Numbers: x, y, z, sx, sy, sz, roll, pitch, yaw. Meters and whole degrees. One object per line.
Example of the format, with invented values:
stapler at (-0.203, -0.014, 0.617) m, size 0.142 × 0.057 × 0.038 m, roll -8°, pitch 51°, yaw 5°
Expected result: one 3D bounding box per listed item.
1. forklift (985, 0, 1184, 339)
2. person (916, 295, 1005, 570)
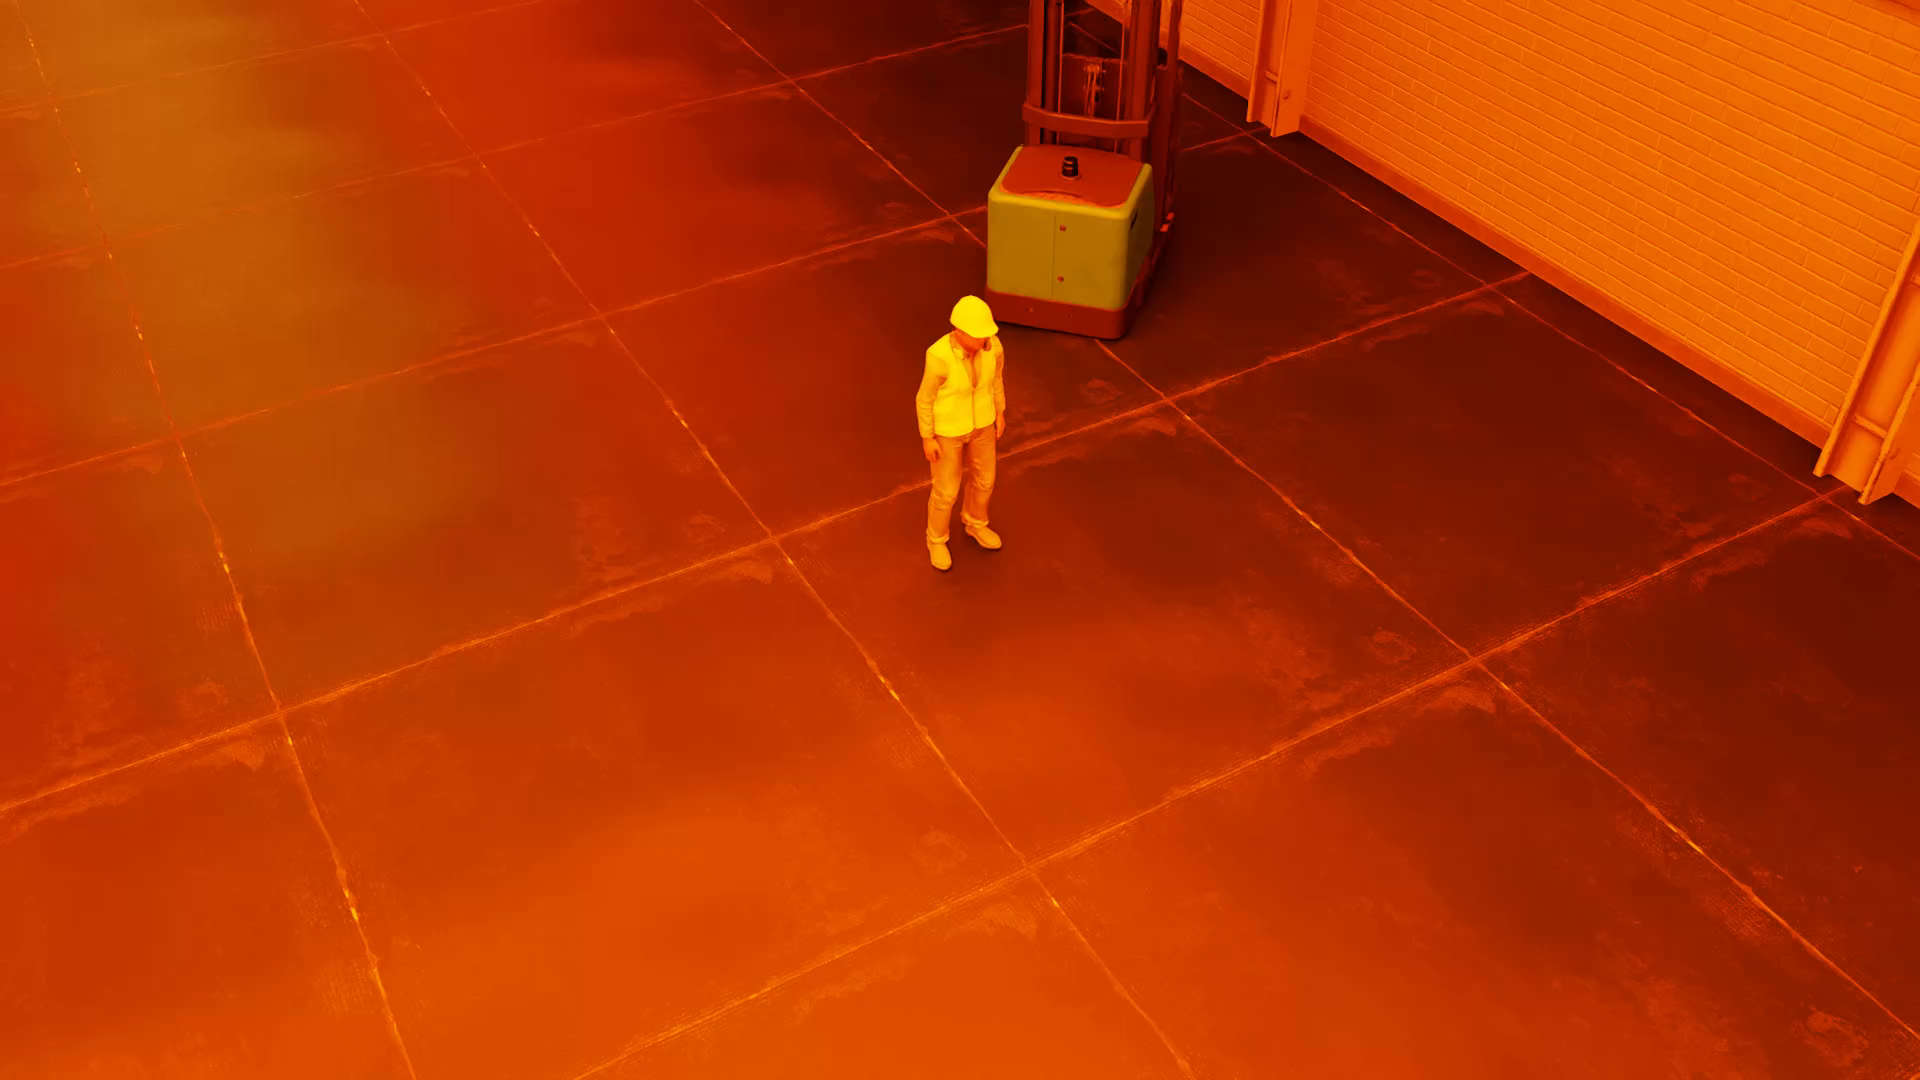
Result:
forklift at (1.101, -3.523, 12.283) m, size 1.130 × 2.935 × 3.031 m, roll 11°, pitch 41°, yaw 13°
person at (0.020, -0.671, 9.755) m, size 0.580 × 1.770 × 0.463 m, roll -22°, pitch 44°, yaw -24°
